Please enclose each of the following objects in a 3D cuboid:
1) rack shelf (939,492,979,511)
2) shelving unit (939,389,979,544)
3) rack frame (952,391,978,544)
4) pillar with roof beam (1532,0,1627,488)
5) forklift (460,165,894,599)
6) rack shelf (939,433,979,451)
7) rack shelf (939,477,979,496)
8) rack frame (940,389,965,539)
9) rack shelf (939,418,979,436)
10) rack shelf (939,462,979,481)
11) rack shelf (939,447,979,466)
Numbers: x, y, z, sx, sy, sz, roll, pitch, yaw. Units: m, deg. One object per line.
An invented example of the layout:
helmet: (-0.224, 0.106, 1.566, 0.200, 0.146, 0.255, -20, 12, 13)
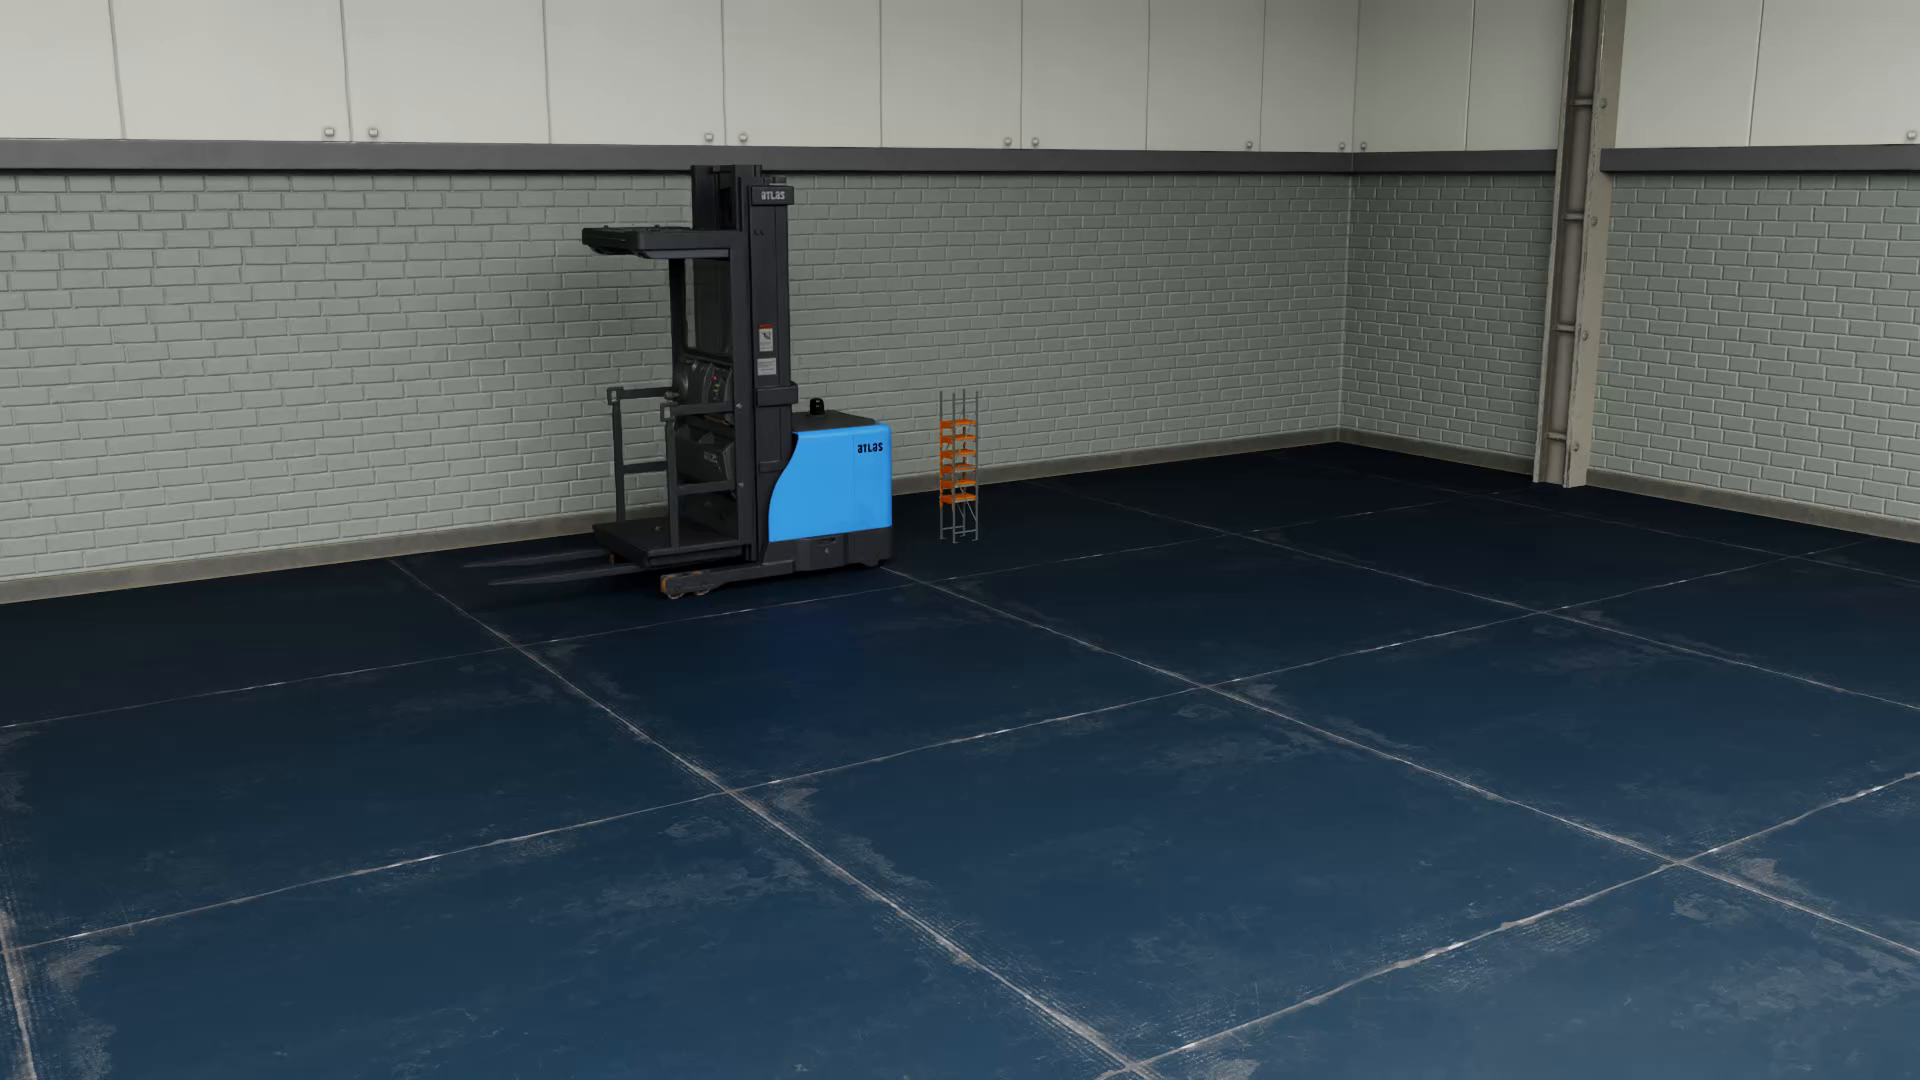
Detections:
rack shelf: (-0.008, -0.311, 13.306, 0.258, 0.103, 0.180, -8, 15, -33)
shelving unit: (-0.008, -0.589, 13.245, 0.258, 1.200, 0.189, -8, 15, -33)
rack frame: (0.043, -0.572, 13.171, 0.240, 1.200, 0.006, -8, 15, -33)
pillar with roof beam: (2.131, -4.429, 12.552, 9.100, 9.000, 0.400, -8, 15, -33)
forklift: (-2.012, -1.154, 11.776, 3.031, 2.935, 1.130, -8, 15, -32)
rack shelf: (-0.008, -0.780, 13.204, 0.258, 0.103, 0.180, -8, 15, -33)
rack shelf: (-0.008, -0.428, 13.280, 0.258, 0.103, 0.180, -8, 15, -33)
rack frame: (-0.059, -0.605, 13.320, 0.240, 1.200, 0.006, -8, 15, -33)
rack shelf: (-0.008, -0.897, 13.178, 0.258, 0.103, 0.180, -8, 15, -33)
rack shelf: (-0.008, -0.545, 13.255, 0.258, 0.103, 0.180, -8, 15, -33)
rack shelf: (-0.008, -0.663, 13.229, 0.258, 0.103, 0.180, -8, 15, -33)
